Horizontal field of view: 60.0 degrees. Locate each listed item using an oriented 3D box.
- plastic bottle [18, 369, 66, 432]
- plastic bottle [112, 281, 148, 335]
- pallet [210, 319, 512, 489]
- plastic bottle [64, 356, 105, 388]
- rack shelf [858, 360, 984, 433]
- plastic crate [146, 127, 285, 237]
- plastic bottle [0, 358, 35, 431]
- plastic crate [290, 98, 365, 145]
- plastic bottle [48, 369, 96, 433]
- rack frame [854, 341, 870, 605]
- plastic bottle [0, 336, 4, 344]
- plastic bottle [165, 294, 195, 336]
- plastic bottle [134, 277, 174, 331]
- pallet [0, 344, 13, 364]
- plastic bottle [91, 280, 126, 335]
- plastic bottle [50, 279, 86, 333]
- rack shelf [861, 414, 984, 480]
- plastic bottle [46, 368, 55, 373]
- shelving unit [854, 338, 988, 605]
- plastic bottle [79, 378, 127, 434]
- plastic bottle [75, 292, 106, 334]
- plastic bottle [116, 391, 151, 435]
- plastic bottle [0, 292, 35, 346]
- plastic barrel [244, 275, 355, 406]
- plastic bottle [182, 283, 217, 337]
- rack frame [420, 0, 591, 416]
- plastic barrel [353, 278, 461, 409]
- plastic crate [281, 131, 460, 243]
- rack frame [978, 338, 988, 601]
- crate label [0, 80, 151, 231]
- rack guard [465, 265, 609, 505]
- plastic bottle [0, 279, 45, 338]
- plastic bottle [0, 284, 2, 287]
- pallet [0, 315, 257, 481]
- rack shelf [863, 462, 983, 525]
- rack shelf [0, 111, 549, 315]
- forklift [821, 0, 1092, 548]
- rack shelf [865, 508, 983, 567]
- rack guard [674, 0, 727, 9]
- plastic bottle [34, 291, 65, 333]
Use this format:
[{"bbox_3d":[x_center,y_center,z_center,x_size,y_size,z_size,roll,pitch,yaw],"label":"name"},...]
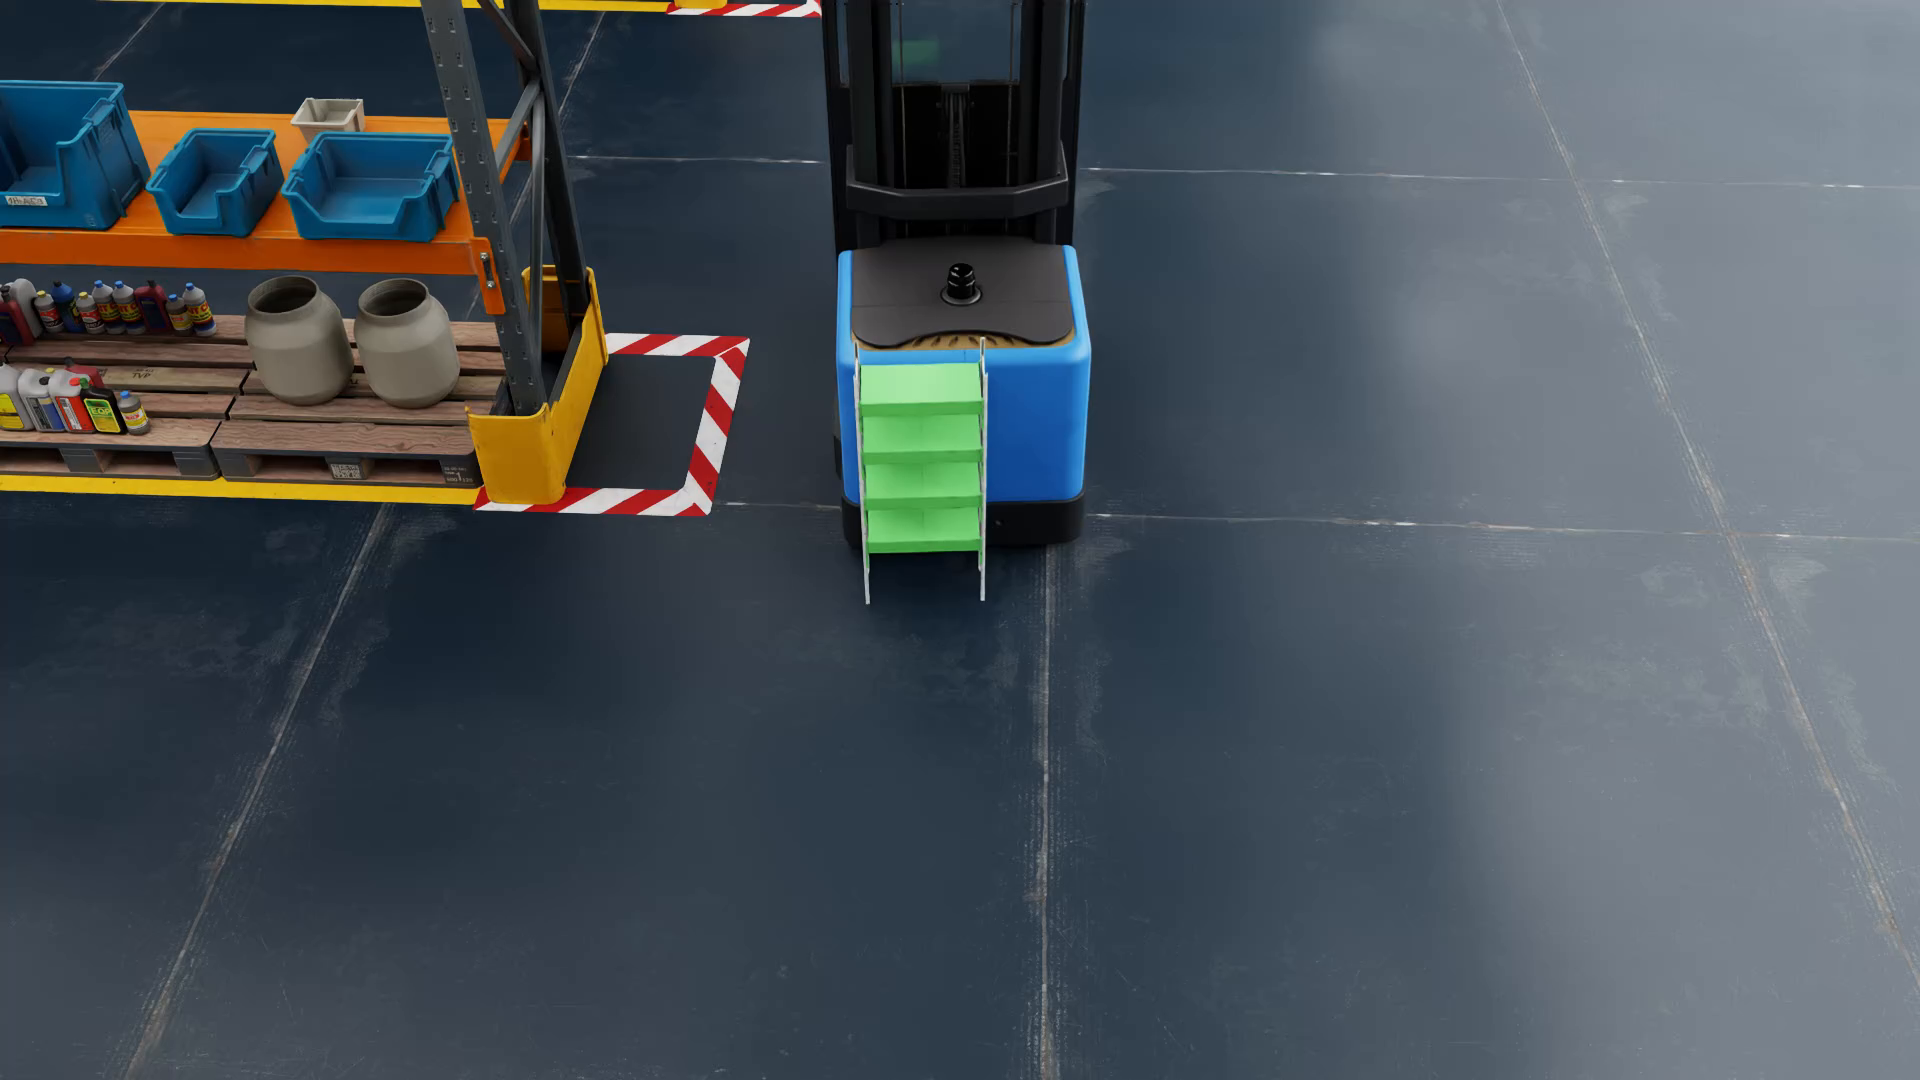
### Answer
[{"bbox_3d":[-4.118,-0.640,7.497,0.135,0.276,0.152,1,43,1],"label":"plastic bottle"},{"bbox_3d":[-4.014,-1.128,8.025,0.097,0.271,0.097,0,43,0],"label":"plastic bottle"},{"bbox_3d":[-2.764,-0.666,7.895,1.213,0.211,1.003,2,43,2],"label":"pallet"},{"bbox_3d":[-3.975,-0.711,7.568,0.133,0.283,0.061,2,43,2],"label":"plastic bottle"},{"bbox_3d":[-0.152,-0.557,6.442,0.480,0.148,0.258,-2,43,-2],"label":"rack shelf"},{"bbox_3d":[-3.036,-1.468,6.820,0.408,0.251,0.499,2,43,2],"label":"plastic crate"},{"bbox_3d":[-4.284,-0.670,7.474,0.185,0.351,0.144,3,43,4],"label":"plastic bottle"},{"bbox_3d":[-2.754,-1.837,7.300,0.250,0.136,0.298,2,43,2],"label":"plastic crate"},{"bbox_3d":[-3.979,-0.636,7.493,0.135,0.276,0.152,2,43,2],"label":"plastic bottle"},{"bbox_3d":[-0.396,-0.247,6.719,0.015,1.200,0.240,-2,43,-2],"label":"rack frame"},{"bbox_3d":[-4.679,-1.067,7.950,0.133,0.283,0.061,2,43,2],"label":"plastic bottle"},{"bbox_3d":[-3.775,-1.095,8.041,0.097,0.201,0.097,0,43,0],"label":"plastic bottle"},{"bbox_3d":[-3.897,-1.141,8.030,0.133,0.283,0.061,2,43,3],"label":"plastic bottle"},{"bbox_3d":[-5.201,-0.741,7.975,1.213,0.211,1.003,2,43,2],"label":"pallet"},{"bbox_3d":[-4.114,-1.131,8.028,0.097,0.271,0.097,0,43,0],"label":"plastic bottle"},{"bbox_3d":[-4.316,-1.137,8.035,0.097,0.271,0.097,0,43,0],"label":"plastic bottle"},{"bbox_3d":[-0.152,-0.382,6.606,0.480,0.148,0.258,-2,43,-2],"label":"rack shelf"},{"bbox_3d":[-4.131,-0.698,7.614,0.097,0.201,0.097,0,43,0],"label":"plastic bottle"},{"bbox_3d":[-0.152,-0.253,6.727,0.503,1.200,0.258,-2,43,-2],"label":"shelving unit"},{"bbox_3d":[-3.846,-0.603,7.452,0.133,0.283,0.061,3,43,3],"label":"plastic bottle"},{"bbox_3d":[-4.213,-1.109,8.055,0.097,0.201,0.097,0,43,0],"label":"plastic bottle"},{"bbox_3d":[-3.729,-0.582,7.490,0.097,0.201,0.097,0,43,0],"label":"plastic bottle"},{"bbox_3d":[-4.542,-1.057,7.940,0.133,0.283,0.061,2,43,2],"label":"plastic bottle"},{"bbox_3d":[-3.036,-0.914,7.633,0.421,0.512,0.421,0,43,0],"label":"plastic barrel"},{"bbox_3d":[-3.672,-1.118,8.013,0.097,0.271,0.097,0,43,0],"label":"plastic bottle"},{"bbox_3d":[-1.874,-1.687,6.946,0.127,3.000,1.000,2,43,2],"label":"rack frame"},{"bbox_3d":[-2.535,-0.899,7.616,0.421,0.512,0.421,0,43,0],"label":"plastic barrel"},{"bbox_3d":[-2.388,-1.444,6.794,0.616,0.251,0.499,2,43,2],"label":"plastic crate"},{"bbox_3d":[0.092,-0.260,6.734,0.015,1.200,0.240,-2,43,-2],"label":"rack frame"},{"bbox_3d":[-3.725,-1.572,6.797,0.616,0.435,0.502,2,43,2],"label":"crate label"},{"bbox_3d":[-1.952,-0.743,7.766,0.348,0.500,1.175,2,43,2],"label":"rack guard"},{"bbox_3d":[-4.537,-1.127,8.020,0.135,0.276,0.152,2,43,3],"label":"plastic bottle"},{"bbox_3d":[-4.700,-1.162,8.003,0.185,0.351,0.144,2,43,2],"label":"plastic bottle"},{"bbox_3d":[-3.979,-0.705,7.937,1.213,0.211,1.003,2,43,2],"label":"pallet"},{"bbox_3d":[-0.152,-0.207,6.770,0.480,0.148,0.258,-2,43,-2],"label":"rack shelf"},{"bbox_3d":[-3.872,-1.485,7.257,4.000,0.370,1.077,2,43,2],"label":"rack shelf"},{"bbox_3d":[-0.039,-2.024,7.358,1.130,2.935,3.031,-2,43,-2],"label":"forklift"},{"bbox_3d":[-0.152,-0.032,6.934,0.480,0.148,0.258,-2,43,-2],"label":"rack shelf"},{"bbox_3d":[-1.727,-4.147,11.421,0.348,0.500,1.175,2,43,2],"label":"rack guard"},{"bbox_3d":[-4.418,-1.115,8.062,0.097,0.201,0.097,0,43,0],"label":"plastic bottle"}]
